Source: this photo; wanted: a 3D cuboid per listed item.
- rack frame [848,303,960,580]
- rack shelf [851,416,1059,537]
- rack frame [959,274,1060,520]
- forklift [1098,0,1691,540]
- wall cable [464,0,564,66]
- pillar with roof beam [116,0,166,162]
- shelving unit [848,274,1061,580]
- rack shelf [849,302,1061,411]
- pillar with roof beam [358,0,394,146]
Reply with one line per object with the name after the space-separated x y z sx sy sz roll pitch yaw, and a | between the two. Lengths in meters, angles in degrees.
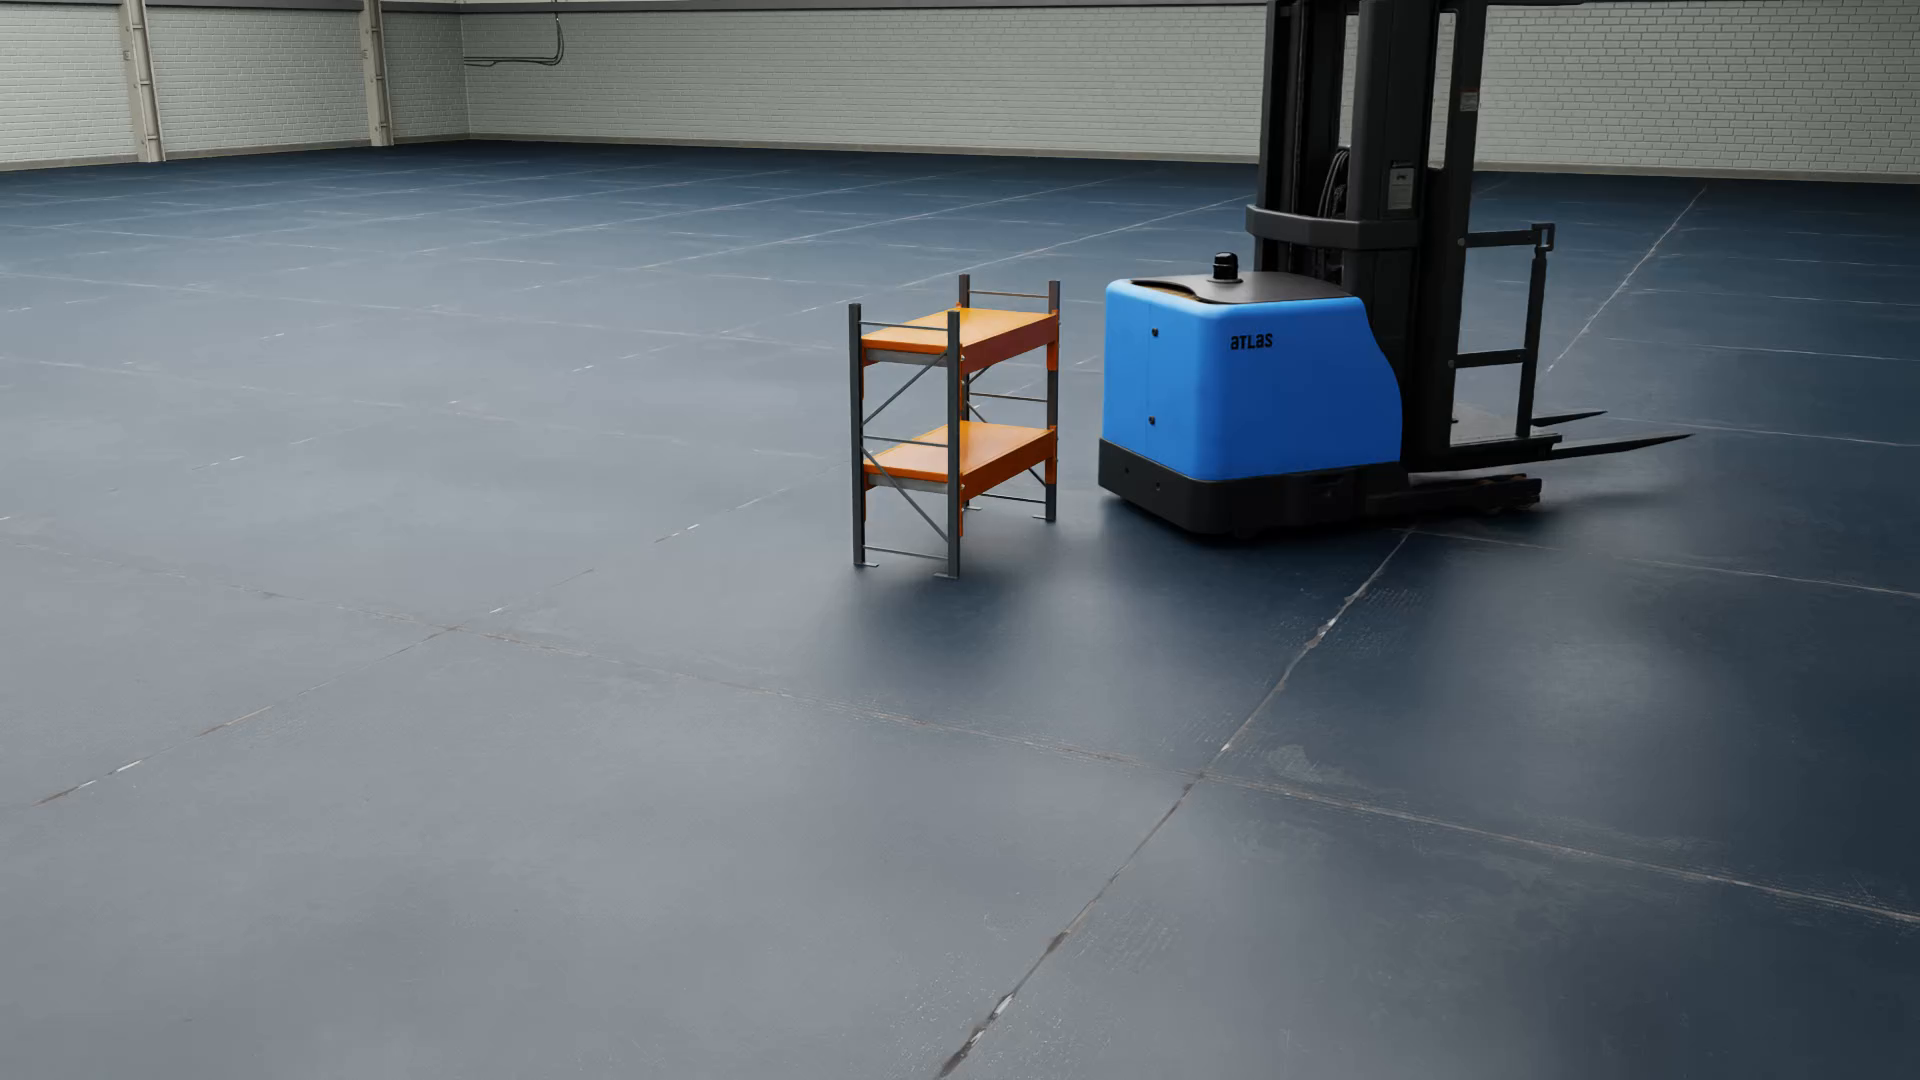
-0.230 -0.408 6.922 0.500 1.125 0.032 8 18 25 | rack frame
-0.003 -0.303 7.428 0.538 0.278 1.000 8 18 25 | rack shelf
0.224 -0.667 7.794 0.500 1.125 0.032 8 18 25 | rack frame
2.247 -1.656 7.952 3.031 2.935 1.130 -7 18 -22 | forklift
-10.478 -12.271 38.489 3.097 2.526 0.112 8 18 25 | wall cable
-11.807 -11.102 29.097 9.100 9.000 0.400 8 18 25 | pillar with roof beam
-0.003 -0.537 7.358 0.538 1.125 1.048 8 18 25 | shelving unit
-0.003 -0.818 7.275 0.538 0.278 1.000 8 18 25 | rack shelf
-9.126 -12.630 34.243 9.100 9.000 0.400 8 18 25 | pillar with roof beam
